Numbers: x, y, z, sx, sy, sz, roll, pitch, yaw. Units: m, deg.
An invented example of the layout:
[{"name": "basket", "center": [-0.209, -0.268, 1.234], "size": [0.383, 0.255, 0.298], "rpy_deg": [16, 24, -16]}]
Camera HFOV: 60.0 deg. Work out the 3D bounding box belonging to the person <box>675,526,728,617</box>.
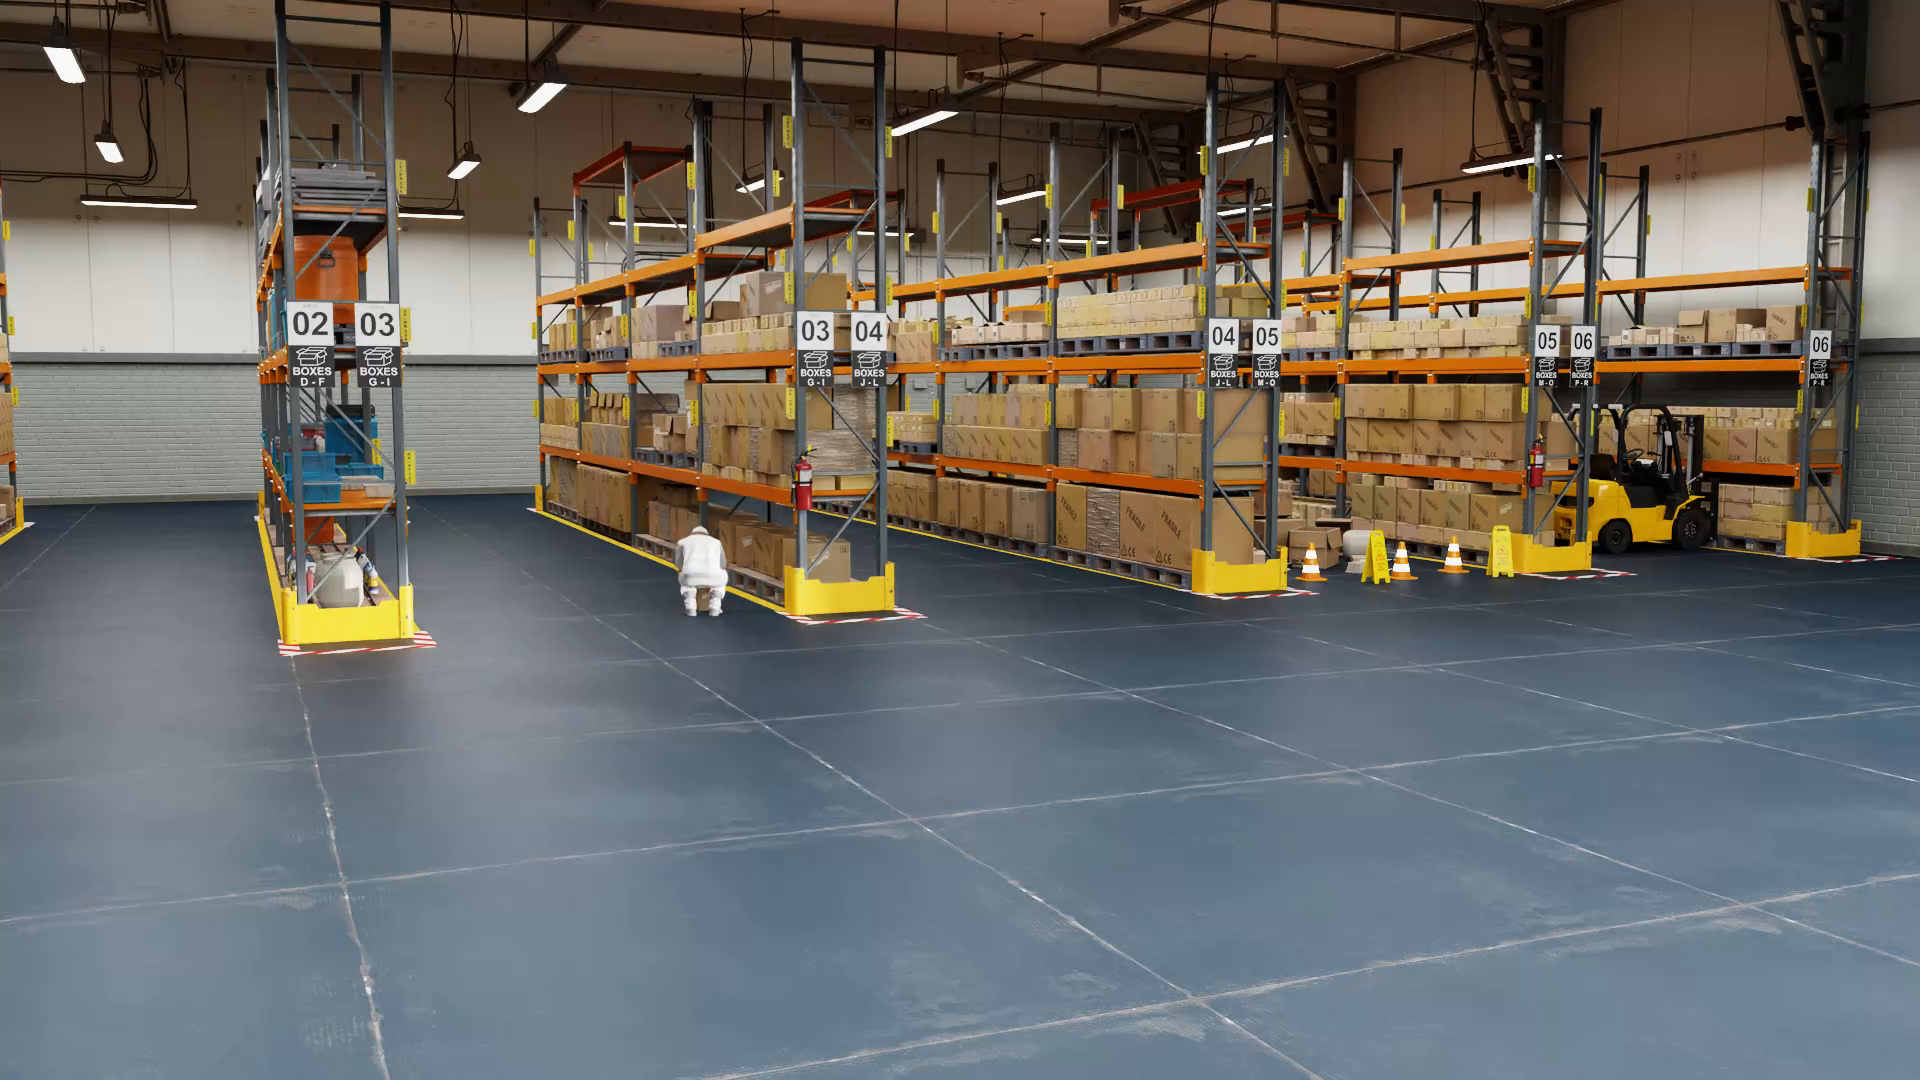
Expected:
[{"name": "person", "center": [-2.765, 0.334, 17.771], "size": [0.569, 0.907, 0.904], "rpy_deg": [0, 5, -3]}]
